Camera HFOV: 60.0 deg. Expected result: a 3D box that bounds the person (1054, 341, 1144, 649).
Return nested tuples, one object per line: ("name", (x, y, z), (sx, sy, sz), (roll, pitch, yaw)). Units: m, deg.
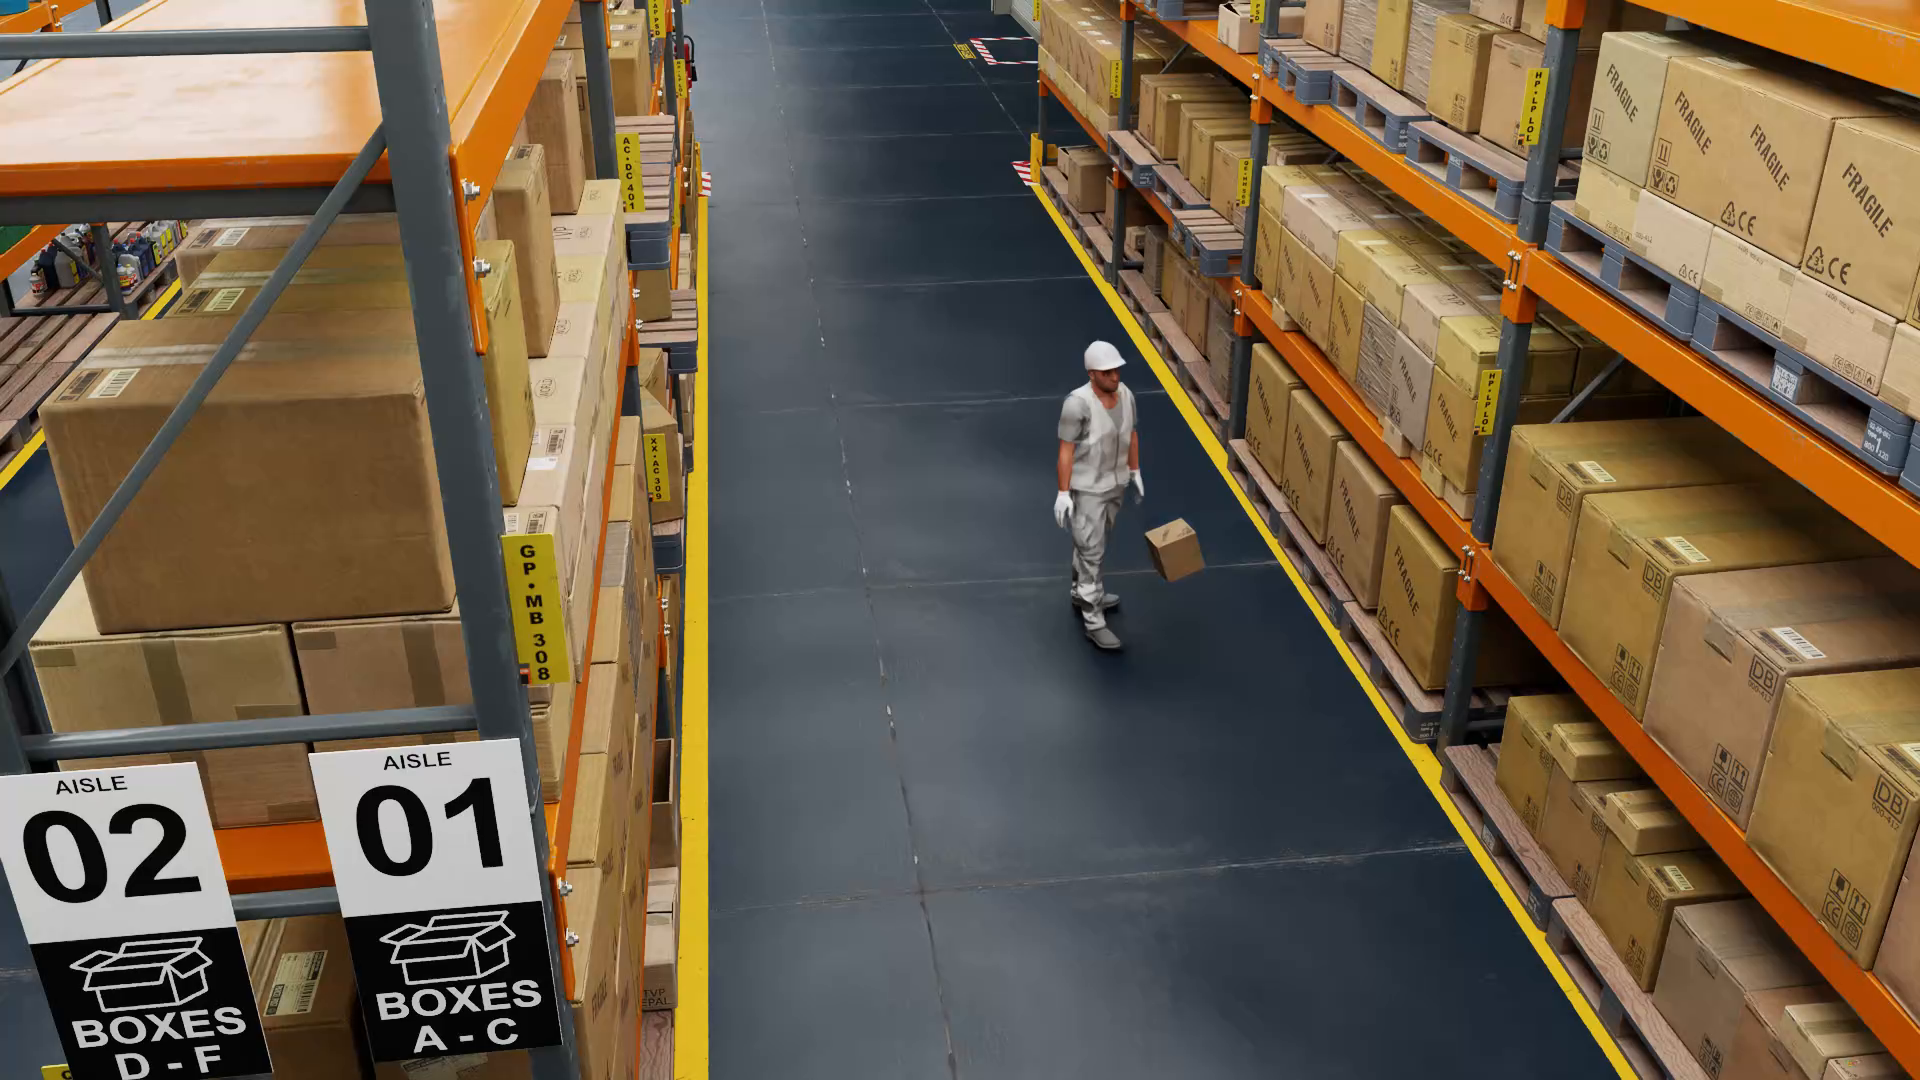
("person", (0.815, -0.271, 9.588), (0.693, 1.789, 0.634), (-23, 35, -37))
